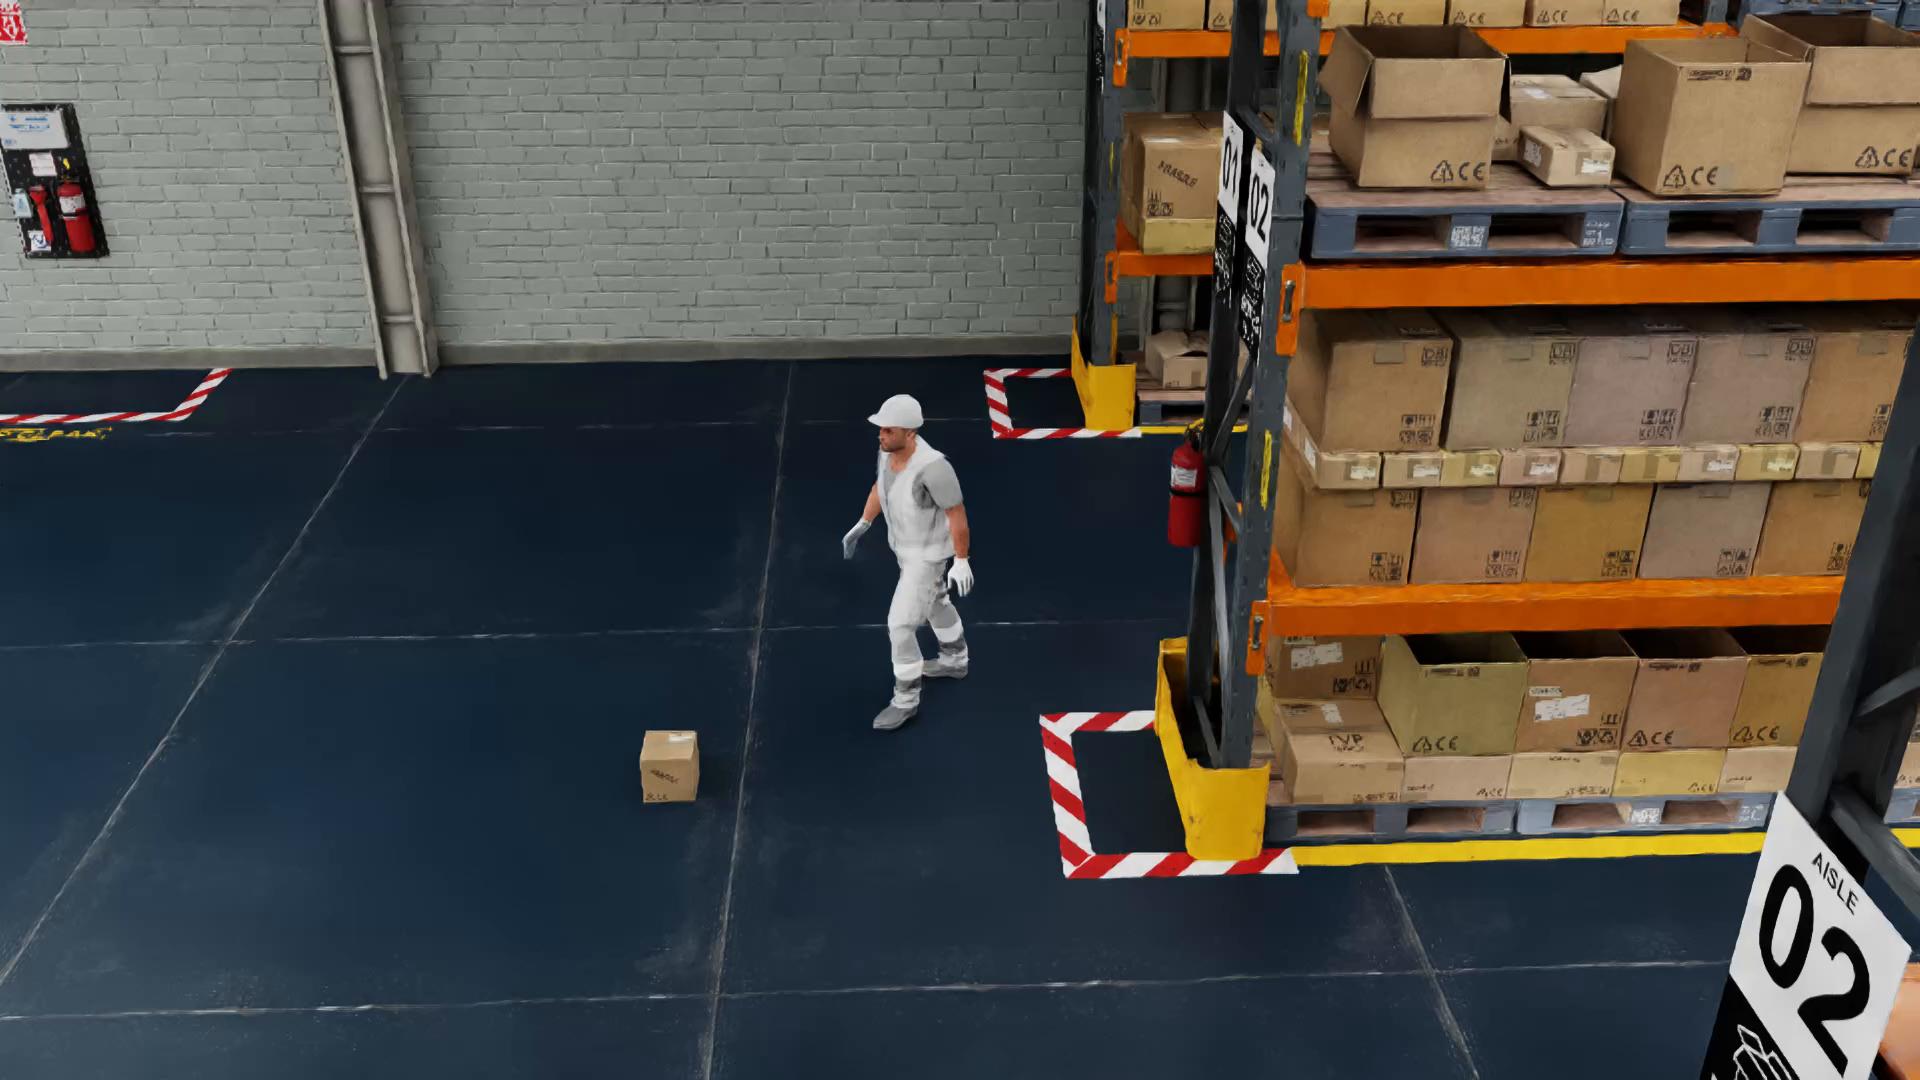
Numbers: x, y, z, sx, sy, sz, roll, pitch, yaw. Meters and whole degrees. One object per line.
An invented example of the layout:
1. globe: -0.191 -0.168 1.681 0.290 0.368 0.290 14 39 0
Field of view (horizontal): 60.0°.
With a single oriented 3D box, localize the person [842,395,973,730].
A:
1. person: -0.231 0.061 8.490 0.719 1.745 0.660 -13 30 -24
